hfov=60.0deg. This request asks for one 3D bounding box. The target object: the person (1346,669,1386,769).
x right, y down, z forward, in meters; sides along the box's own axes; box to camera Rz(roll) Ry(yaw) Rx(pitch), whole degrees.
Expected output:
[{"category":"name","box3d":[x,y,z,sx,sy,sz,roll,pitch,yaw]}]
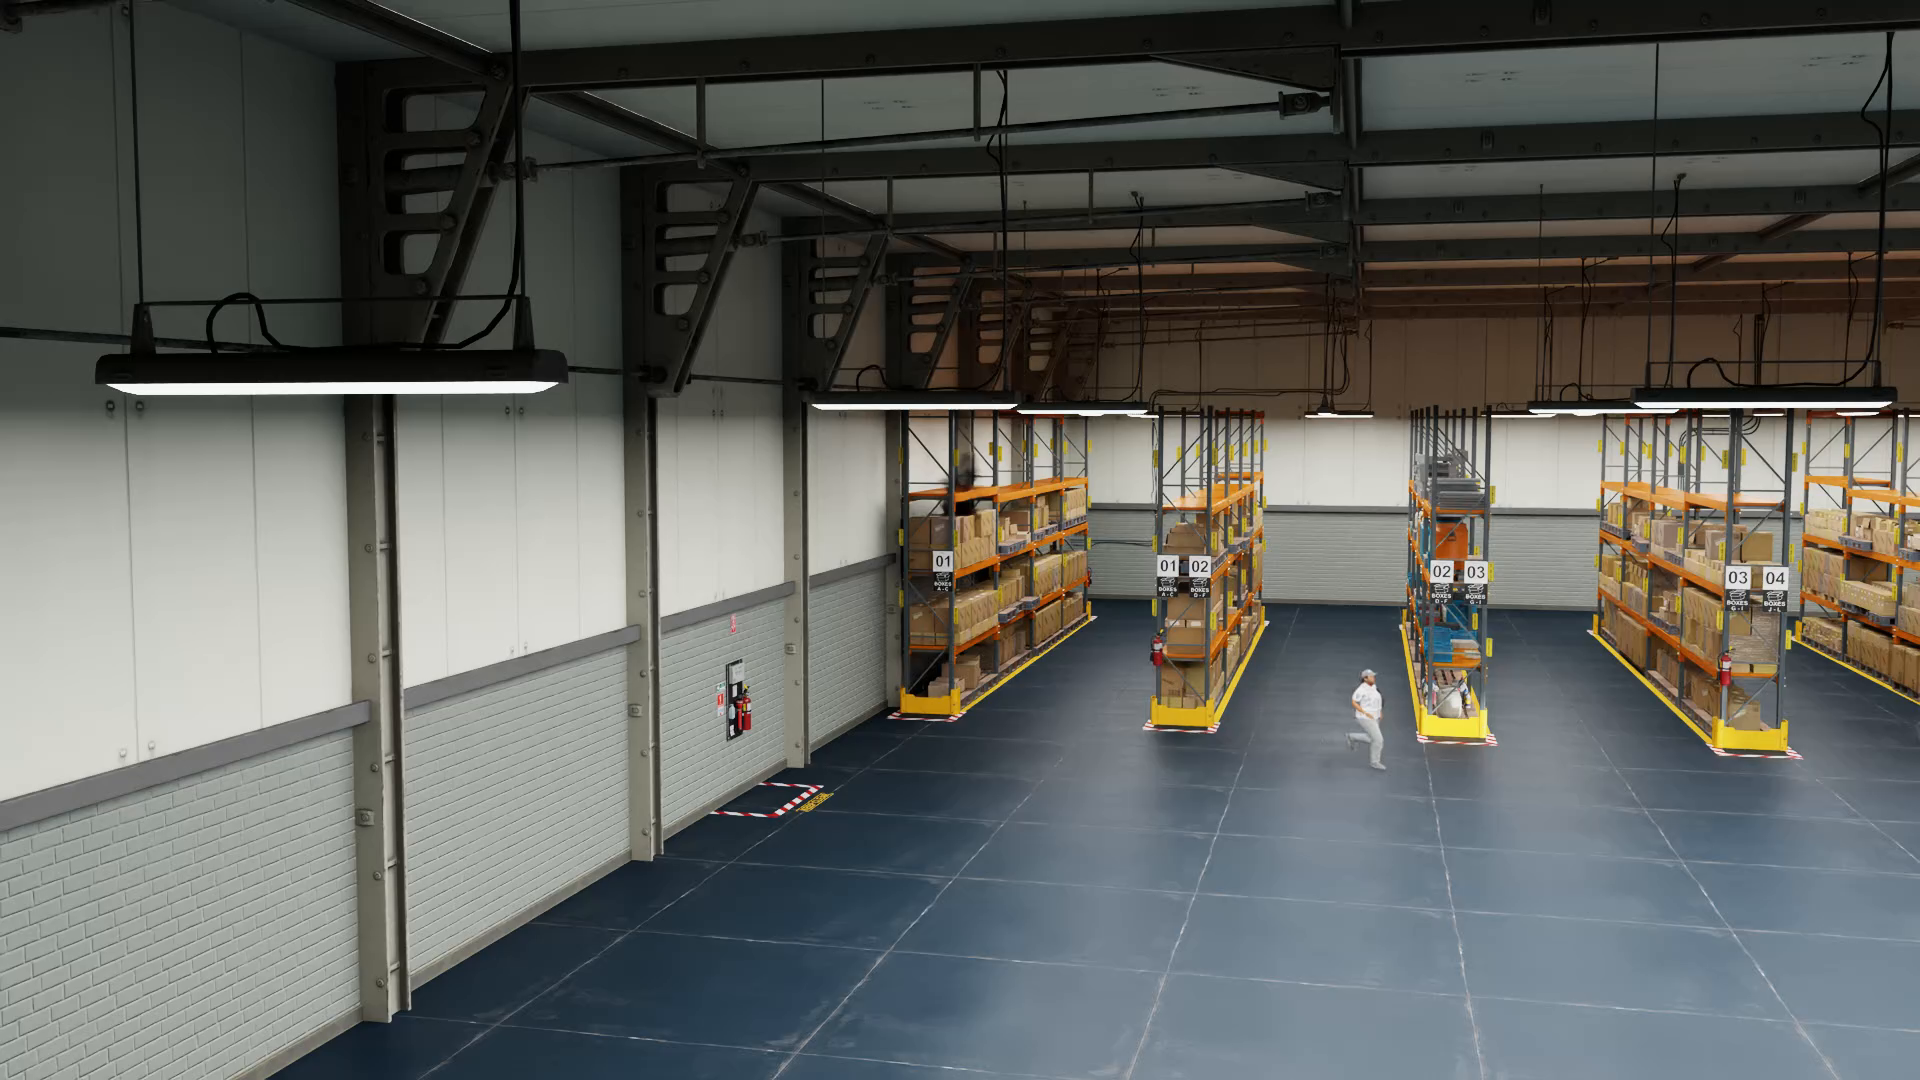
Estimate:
[{"category":"person","box3d":[6.741,2.956,27.626,0.790,1.630,0.583,3,5,38]}]

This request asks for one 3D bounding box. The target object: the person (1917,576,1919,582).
[{"category":"person","box3d":[25.444,1.762,43.930,0.781,1.692,0.539,1,4,15]}]
